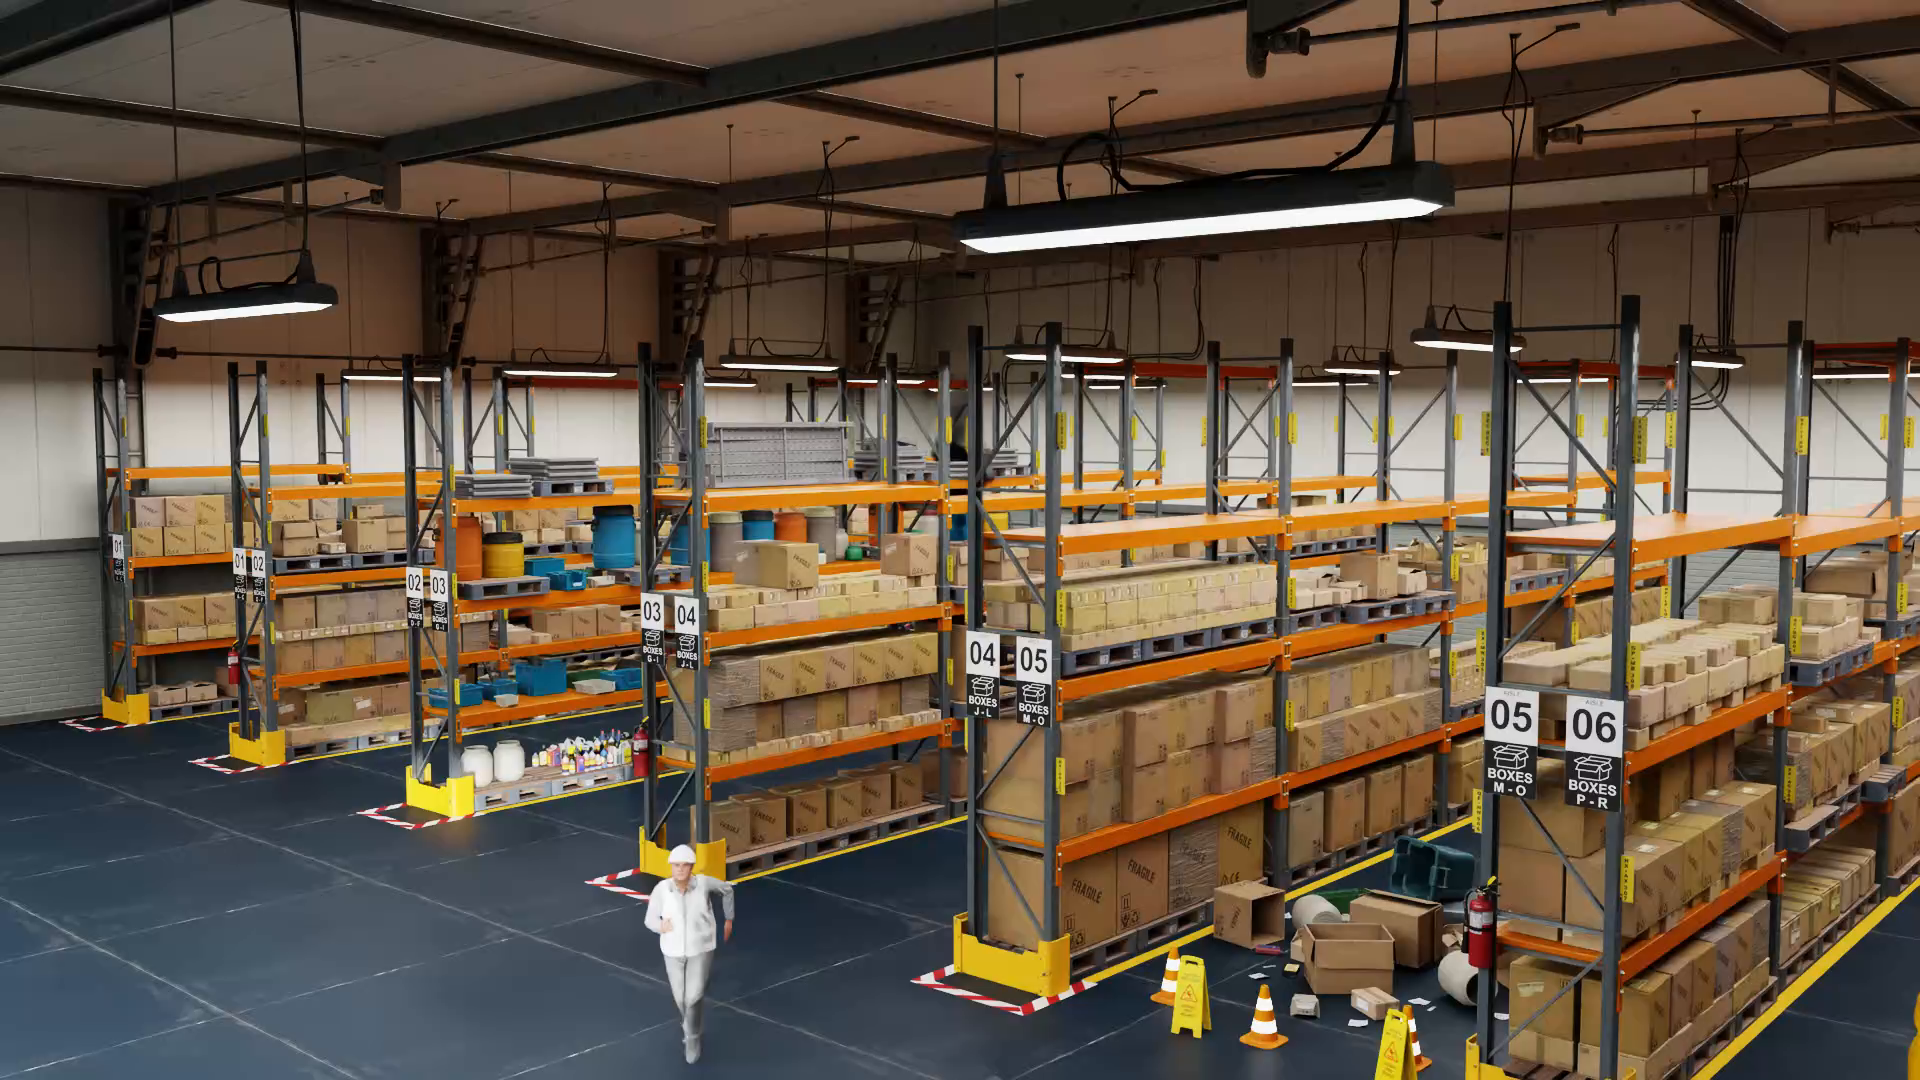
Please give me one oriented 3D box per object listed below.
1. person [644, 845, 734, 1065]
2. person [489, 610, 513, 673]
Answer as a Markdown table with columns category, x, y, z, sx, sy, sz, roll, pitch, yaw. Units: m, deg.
| category | x | y | z | sx | sy | sz | roll | pitch | yaw |
| --- | --- | --- | --- | --- | --- | --- | --- | --- | --- |
| person | -2.176 | 3.299 | 13.350 | 0.682 | 1.764 | 0.808 | 0 | 4 | -1 |
| person | -8.590 | 2.076 | 31.077 | 0.615 | 1.649 | 0.642 | 3 | 5 | 31 |
